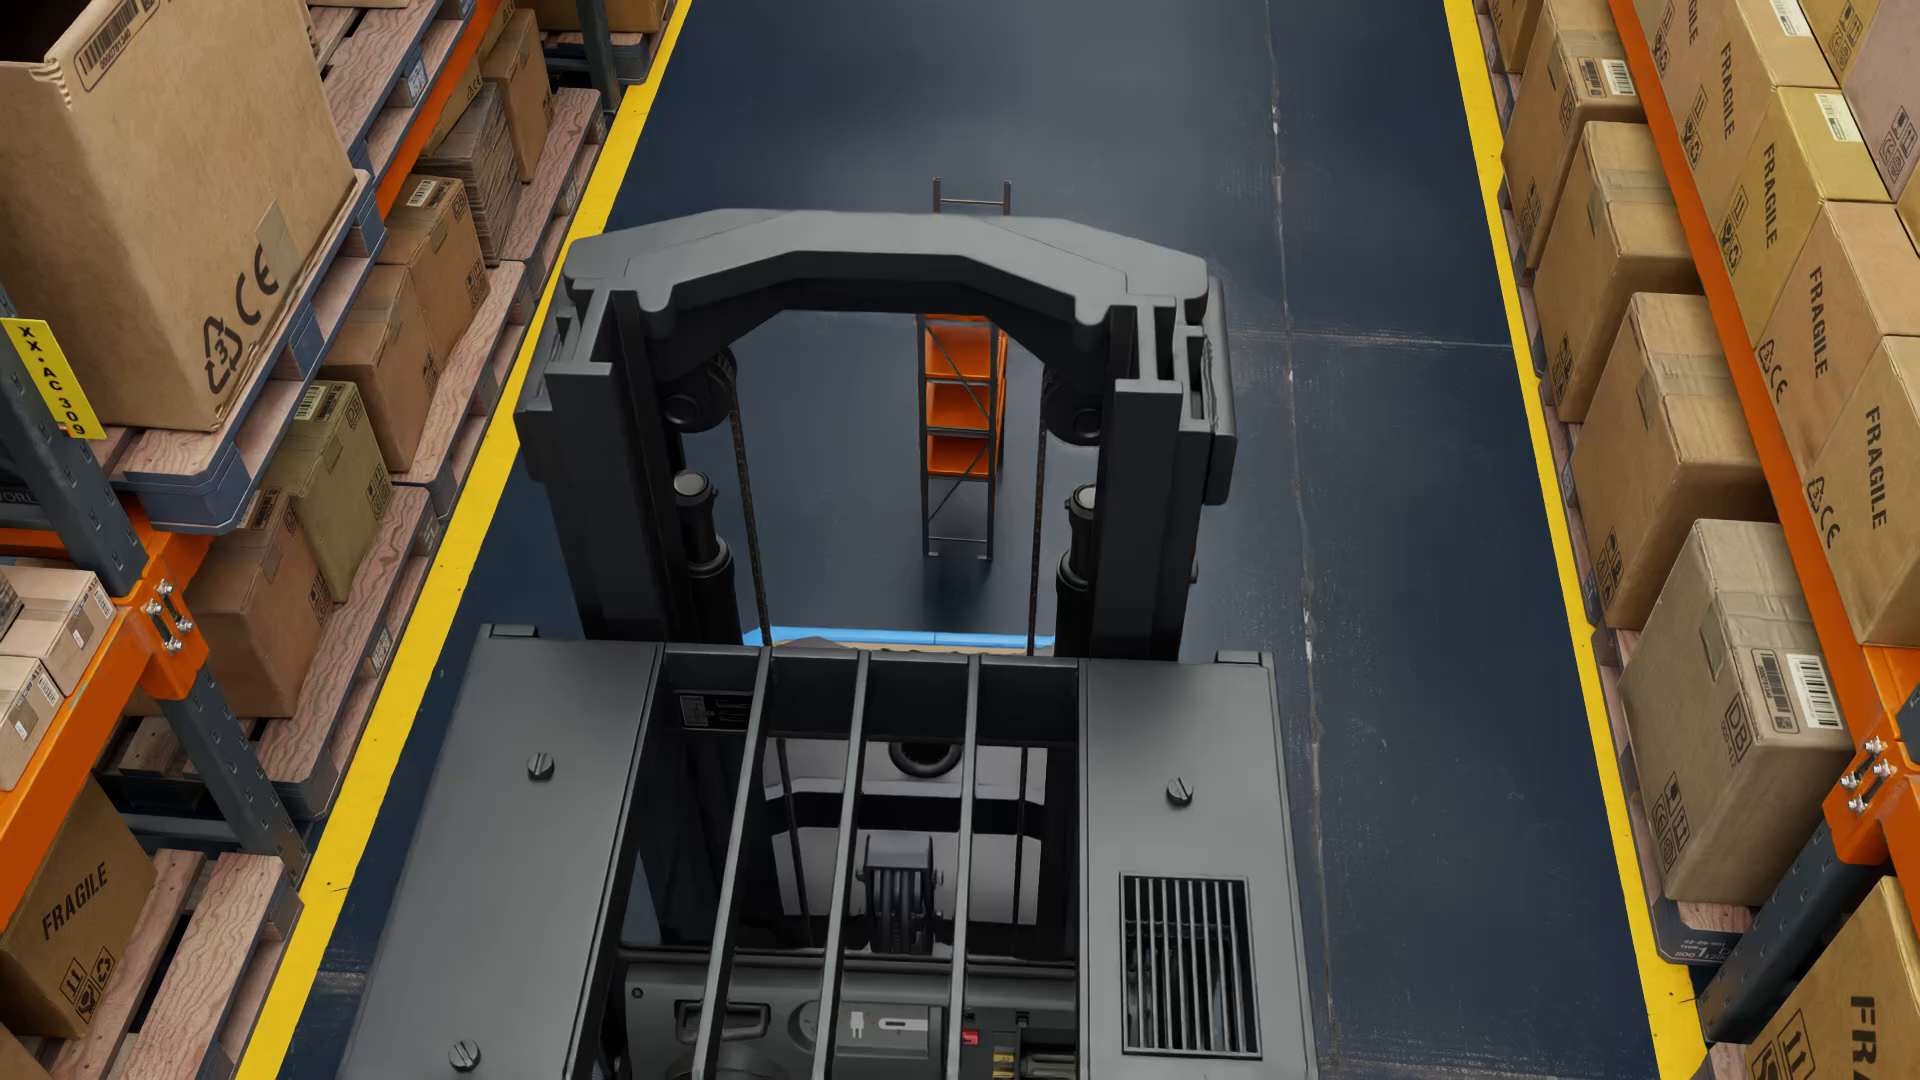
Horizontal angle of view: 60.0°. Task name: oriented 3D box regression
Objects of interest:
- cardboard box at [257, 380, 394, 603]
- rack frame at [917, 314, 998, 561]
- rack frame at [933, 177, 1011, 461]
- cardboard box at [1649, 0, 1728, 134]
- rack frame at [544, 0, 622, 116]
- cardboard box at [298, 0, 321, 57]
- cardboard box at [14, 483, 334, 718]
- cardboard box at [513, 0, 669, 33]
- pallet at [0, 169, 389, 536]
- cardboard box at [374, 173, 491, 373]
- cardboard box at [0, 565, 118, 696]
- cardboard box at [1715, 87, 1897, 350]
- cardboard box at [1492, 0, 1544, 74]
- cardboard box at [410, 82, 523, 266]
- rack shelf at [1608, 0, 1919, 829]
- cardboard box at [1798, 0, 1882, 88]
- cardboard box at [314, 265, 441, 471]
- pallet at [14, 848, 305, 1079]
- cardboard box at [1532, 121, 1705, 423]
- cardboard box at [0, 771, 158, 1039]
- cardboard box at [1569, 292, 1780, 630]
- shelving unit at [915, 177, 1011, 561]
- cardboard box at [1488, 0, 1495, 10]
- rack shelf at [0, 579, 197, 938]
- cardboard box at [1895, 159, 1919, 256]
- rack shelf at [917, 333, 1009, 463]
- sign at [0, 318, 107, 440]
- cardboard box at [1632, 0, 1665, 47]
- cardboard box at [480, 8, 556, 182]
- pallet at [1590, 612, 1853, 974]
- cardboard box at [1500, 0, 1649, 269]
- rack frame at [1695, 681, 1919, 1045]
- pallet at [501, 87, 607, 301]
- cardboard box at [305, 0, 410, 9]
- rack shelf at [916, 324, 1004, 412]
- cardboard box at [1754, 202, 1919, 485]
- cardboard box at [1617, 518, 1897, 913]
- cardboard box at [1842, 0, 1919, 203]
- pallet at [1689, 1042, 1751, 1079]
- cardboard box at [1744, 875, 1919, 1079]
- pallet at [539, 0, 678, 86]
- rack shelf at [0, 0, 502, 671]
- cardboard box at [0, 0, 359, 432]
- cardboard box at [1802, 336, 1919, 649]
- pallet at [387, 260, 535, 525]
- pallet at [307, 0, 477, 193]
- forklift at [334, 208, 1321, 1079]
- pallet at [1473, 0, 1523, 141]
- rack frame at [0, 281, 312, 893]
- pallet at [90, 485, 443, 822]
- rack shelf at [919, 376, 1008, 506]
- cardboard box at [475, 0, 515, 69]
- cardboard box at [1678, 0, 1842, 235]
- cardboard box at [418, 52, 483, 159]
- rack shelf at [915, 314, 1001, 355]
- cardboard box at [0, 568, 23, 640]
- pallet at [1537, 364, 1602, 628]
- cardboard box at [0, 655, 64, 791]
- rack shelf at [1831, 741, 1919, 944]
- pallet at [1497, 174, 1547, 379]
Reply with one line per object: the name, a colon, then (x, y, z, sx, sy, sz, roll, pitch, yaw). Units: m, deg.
cardboard box: (-2.272, -0.171, 5.270, 0.700, 0.500, 0.500, 4, 48, 3)
rack frame: (-0.007, -0.347, 5.255, 0.240, 1.200, 0.015, 4, 48, 4)
rack frame: (0.037, -0.706, 5.583, 0.240, 1.200, 0.015, 4, 48, 4)
cardboard box: (2.484, -1.577, 5.092, 0.500, 0.500, 0.500, 4, 48, 3)
rack frame: (-2.047, -3.007, 6.467, 1.000, 3.000, 0.127, 4, 48, 4)
cardboard box: (-2.345, -1.524, 4.757, 0.797, 0.503, 0.637, 8, 48, 8)
cardboard box: (-2.334, 0.178, 4.950, 0.700, 0.500, 0.500, 1, 48, 1)
cardboard box: (-1.963, -2.937, 7.559, 1.225, 0.875, 0.875, 2, 48, 2)
pallet: (-2.197, -0.555, 4.355, 1.003, 0.211, 1.213, 4, 48, 4)
cardboard box: (-2.171, -0.993, 6.021, 0.700, 0.500, 0.500, 7, 48, 7)
cardboard box: (-2.138, 0.195, 3.709, 0.380, 0.149, 0.250, 4, 48, 4)
cardboard box: (2.392, -0.838, 4.416, 0.500, 0.500, 0.500, 4, 48, 4)
cardboard box: (2.683, -2.398, 7.320, 0.500, 0.500, 0.500, 4, 48, 3)
cardboard box: (-2.126, -1.410, 6.402, 0.700, 0.500, 0.500, 0, 48, 0)
rack shelf: (2.701, -0.887, 5.016, 1.077, 0.370, 4.000, 4, 48, 4)
cardboard box: (2.697, -1.517, 4.359, 0.700, 0.500, 0.500, 3, 48, 3)
cardboard box: (-2.221, -0.583, 5.646, 0.700, 0.500, 0.500, 0, 48, 0)
pallet: (-2.437, 1.369, 4.355, 1.003, 0.211, 1.213, 4, 48, 4)
cardboard box: (2.662, -0.898, 5.778, 1.050, 0.750, 0.750, 5, 48, 4)
cardboard box: (-2.488, 0.925, 4.280, 0.500, 0.500, 0.500, 3, 48, 2)
cardboard box: (2.578, -0.213, 5.152, 1.050, 0.750, 0.750, 4, 48, 4)
shelving unit: (0.015, -0.527, 5.419, 0.258, 1.200, 0.503, 4, 48, 4)
cardboard box: (2.734, -2.780, 7.669, 0.500, 0.500, 0.500, 6, 48, 5)
rack shelf: (-2.594, 1.645, 2.700, 1.077, 0.370, 4.000, 4, 48, 4)
cardboard box: (2.603, -0.774, 3.680, 0.700, 0.500, 0.500, 3, 48, 3)
rack shelf: (0.015, -0.481, 5.468, 0.258, 0.148, 0.480, 4, 48, 4)
sign: (-1.870, -0.329, 3.431, 0.100, 0.325, 0.005, 4, 48, 4)
cardboard box: (2.530, -1.947, 5.431, 0.500, 0.500, 0.500, 3, 48, 3)
cardboard box: (-2.088, -1.818, 6.776, 0.700, 0.500, 0.500, 2, 48, 1)
pallet: (2.514, 0.709, 4.958, 1.003, 0.211, 1.213, 4, 48, 4)
cardboard box: (2.738, -1.540, 6.366, 1.050, 0.750, 0.750, 3, 48, 3)
rack frame: (2.519, 0.340, 3.406, 1.000, 3.000, 0.127, 4, 48, 4)
pallet: (-2.119, -1.492, 6.971, 1.003, 0.211, 1.213, 4, 48, 4)
cardboard box: (-1.930, -1.860, 5.225, 0.396, 0.266, 0.258, 3, 48, 2)
rack shelf: (0.015, -0.632, 5.303, 0.258, 0.148, 0.480, 4, 48, 4)
cardboard box: (2.346, -0.466, 4.076, 0.500, 0.500, 0.500, 3, 48, 3)
cardboard box: (2.486, 0.496, 4.504, 1.050, 0.750, 0.750, 4, 48, 3)
cardboard box: (2.650, -1.146, 4.020, 0.700, 0.500, 0.500, 4, 48, 4)
pallet: (2.372, 1.835, 3.929, 1.003, 0.211, 1.213, 4, 48, 4)
cardboard box: (2.392, 1.373, 3.617, 0.875, 0.875, 0.875, 5, 48, 4)
pallet: (-1.900, -2.640, 8.022, 1.003, 0.211, 1.213, 4, 48, 4)
rack shelf: (-2.229, -1.295, 5.389, 1.077, 0.370, 4.000, 4, 48, 4)
cardboard box: (-2.199, -0.986, 3.928, 1.000, 1.000, 1.000, 4, 48, 4)
cardboard box: (2.300, -0.095, 3.736, 0.500, 0.500, 0.500, 4, 48, 3)
pallet: (-2.233, -0.598, 6.154, 1.003, 0.211, 1.213, 4, 48, 4)
pallet: (-2.186, -1.485, 5.205, 1.003, 0.211, 1.213, 4, 48, 4)
forklift: (-0.131, 1.050, 2.803, 1.130, 2.935, 3.031, 2, 48, 2)
pallet: (2.956, -2.232, 7.649, 1.003, 0.211, 1.213, 4, 48, 4)
rack frame: (-2.411, -0.068, 3.779, 1.000, 3.000, 0.127, 4, 48, 4)
pallet: (-2.342, 0.301, 5.331, 1.003, 0.211, 1.213, 4, 48, 4)
rack shelf: (0.015, -0.347, 5.615, 0.258, 0.148, 0.480, 4, 48, 4)
cardboard box: (-2.078, -2.071, 6.499, 0.500, 0.250, 0.500, 6, 48, 5)
cardboard box: (2.436, -1.211, 4.757, 0.500, 0.500, 0.500, 3, 48, 3)
cardboard box: (-2.116, -1.680, 6.142, 0.500, 0.250, 0.500, 9, 48, 8)
rack shelf: (0.015, -0.792, 5.129, 0.258, 0.148, 0.480, 4, 48, 4)
cardboard box: (-2.514, 0.125, 3.334, 0.875, 0.500, 0.500, 4, 48, 4)
pallet: (2.623, -0.190, 5.780, 1.003, 0.211, 1.213, 4, 48, 4)
cardboard box: (-2.170, 0.378, 3.542, 0.380, 0.149, 0.250, 4, 48, 4)
rack shelf: (2.337, 2.053, 2.327, 1.077, 0.370, 4.000, 4, 48, 4)
pallet: (2.736, -1.084, 6.598, 1.003, 0.211, 1.213, 4, 48, 4)
